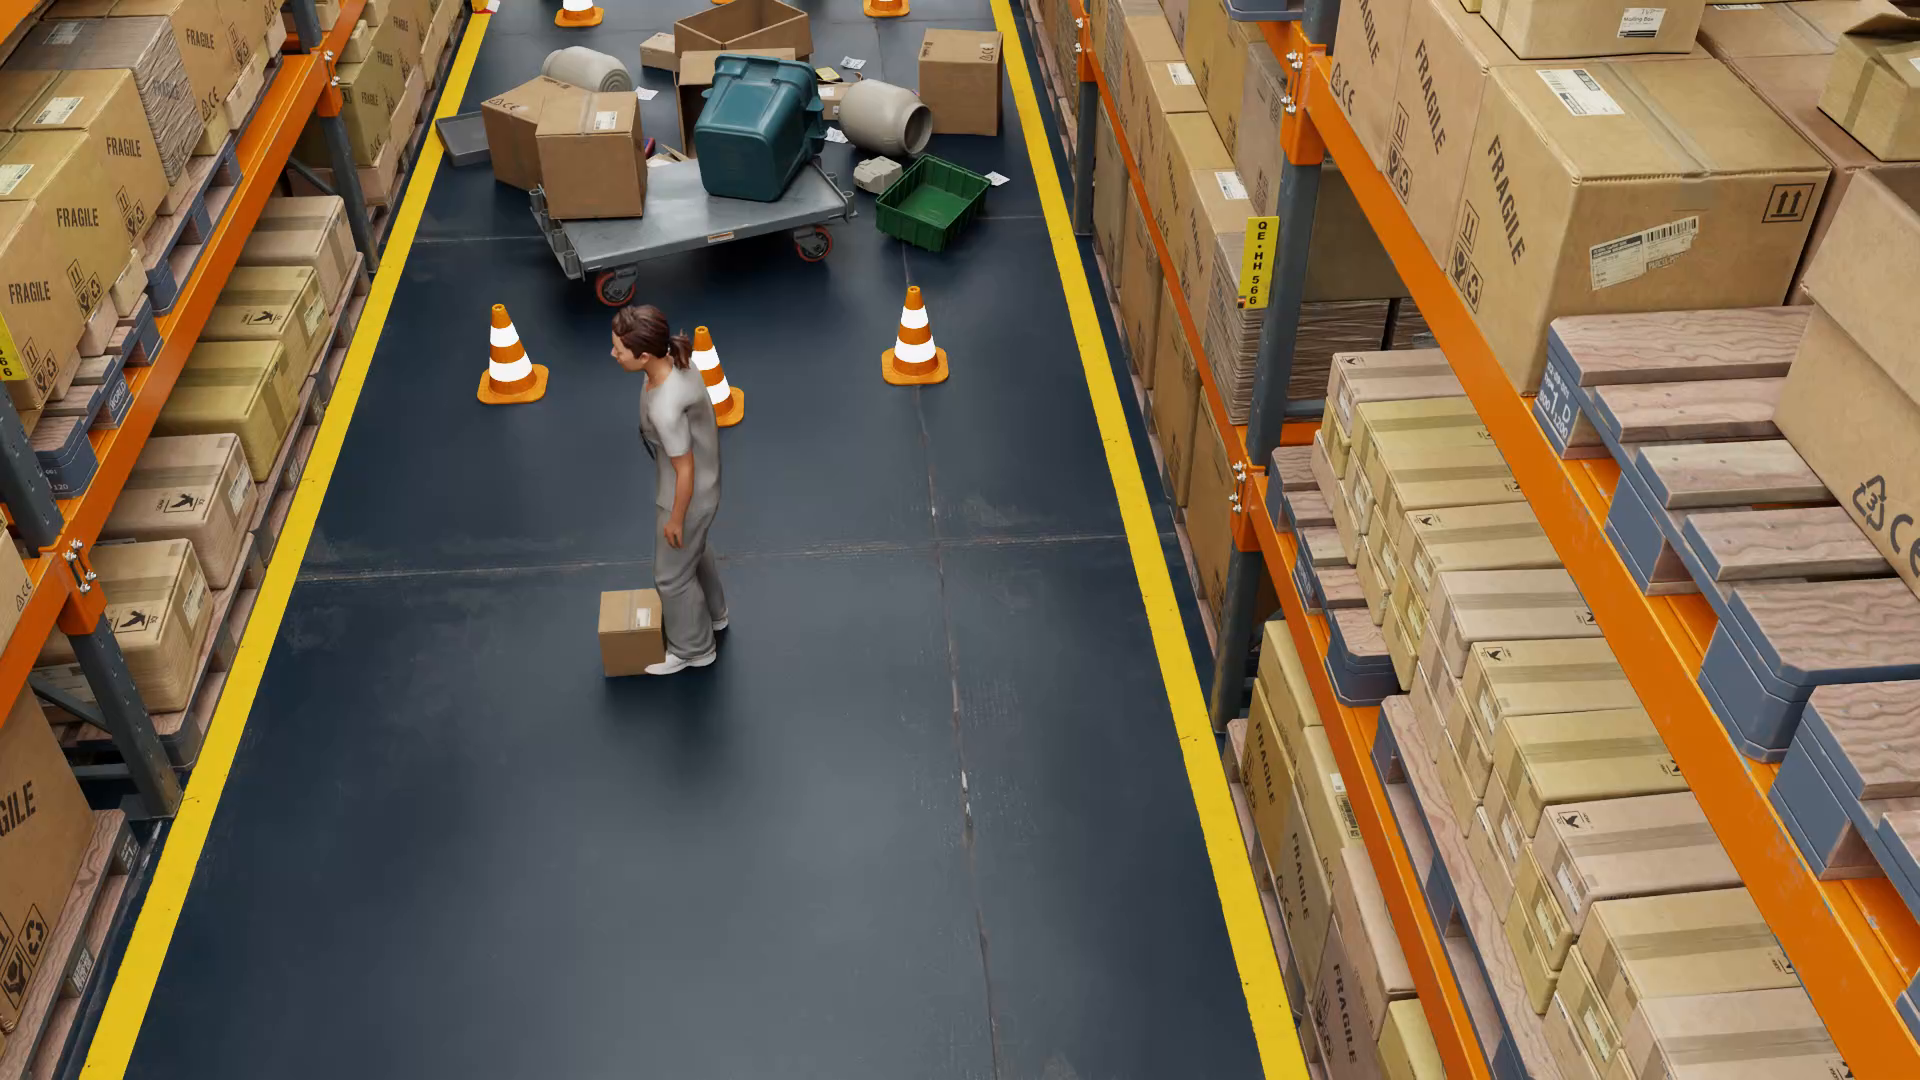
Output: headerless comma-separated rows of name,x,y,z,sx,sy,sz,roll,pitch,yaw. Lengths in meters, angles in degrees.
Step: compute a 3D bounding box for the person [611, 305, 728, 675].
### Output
person,-1.114,-0.189,6.388,0.416,1.671,0.505,-5,40,-6
